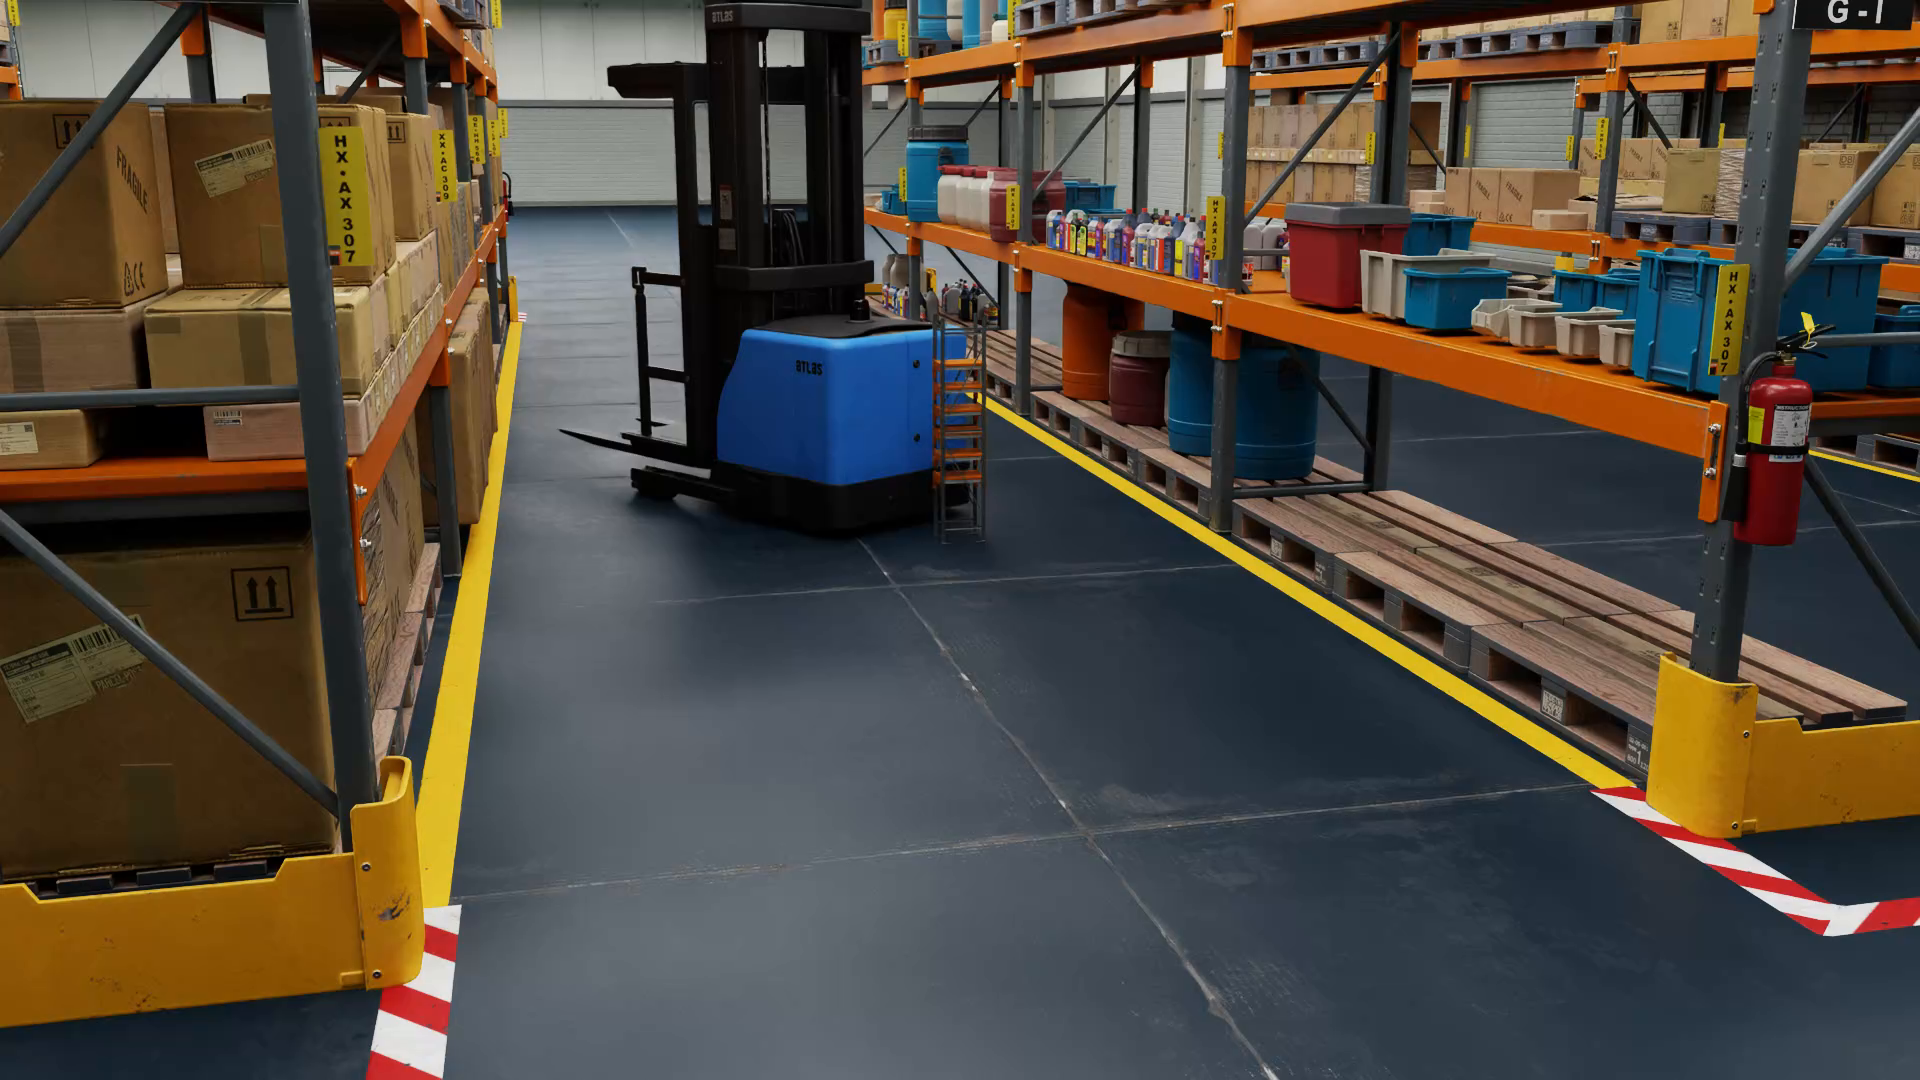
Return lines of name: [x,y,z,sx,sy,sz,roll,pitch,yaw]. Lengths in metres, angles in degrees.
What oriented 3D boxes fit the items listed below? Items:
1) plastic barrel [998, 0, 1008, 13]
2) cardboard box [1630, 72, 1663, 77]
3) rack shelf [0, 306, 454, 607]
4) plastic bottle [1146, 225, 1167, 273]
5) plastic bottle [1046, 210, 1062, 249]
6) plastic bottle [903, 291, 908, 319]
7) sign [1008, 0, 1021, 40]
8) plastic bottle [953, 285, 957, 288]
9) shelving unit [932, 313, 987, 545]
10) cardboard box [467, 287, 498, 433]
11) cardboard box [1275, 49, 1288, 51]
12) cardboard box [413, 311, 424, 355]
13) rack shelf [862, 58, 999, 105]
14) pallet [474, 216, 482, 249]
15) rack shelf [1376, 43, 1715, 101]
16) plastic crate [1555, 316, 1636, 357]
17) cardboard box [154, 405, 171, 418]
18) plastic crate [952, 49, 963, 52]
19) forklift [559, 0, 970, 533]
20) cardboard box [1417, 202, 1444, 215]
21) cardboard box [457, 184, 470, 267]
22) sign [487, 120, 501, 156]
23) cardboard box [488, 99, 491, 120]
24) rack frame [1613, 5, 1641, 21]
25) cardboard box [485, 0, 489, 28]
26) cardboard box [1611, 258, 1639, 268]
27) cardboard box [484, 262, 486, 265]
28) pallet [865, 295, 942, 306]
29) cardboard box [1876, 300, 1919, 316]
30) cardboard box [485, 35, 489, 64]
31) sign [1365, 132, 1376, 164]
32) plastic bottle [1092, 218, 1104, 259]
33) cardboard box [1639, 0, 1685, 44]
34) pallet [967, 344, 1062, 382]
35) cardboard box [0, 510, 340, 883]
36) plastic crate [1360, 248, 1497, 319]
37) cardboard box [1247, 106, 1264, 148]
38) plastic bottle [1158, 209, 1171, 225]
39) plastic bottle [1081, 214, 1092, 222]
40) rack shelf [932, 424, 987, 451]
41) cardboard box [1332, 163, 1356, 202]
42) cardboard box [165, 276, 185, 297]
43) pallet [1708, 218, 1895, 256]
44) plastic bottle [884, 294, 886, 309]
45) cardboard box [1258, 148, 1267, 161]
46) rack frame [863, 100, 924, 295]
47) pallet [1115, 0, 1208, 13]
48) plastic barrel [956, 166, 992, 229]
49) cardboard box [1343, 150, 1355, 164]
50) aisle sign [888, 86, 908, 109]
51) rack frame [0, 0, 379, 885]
plastic barrel: [0.629,-4.668,14.337,0.600,0.901,0.708,-3,14,-13]
cardboard box: [8.735,-6.028,20.708,0.500,0.500,0.500,-3,14,-11]
rack shelf: [-2.474,-0.442,5.932,1.077,0.370,4.000,-3,14,-13]
plastic bottle: [1.228,-1.773,10.126,0.152,0.276,0.135,-3,14,-13]
plastic bottle: [0.718,-2.274,12.174,0.152,0.276,0.135,-3,14,-13]
plastic bottle: [-0.564,-2.481,17.557,0.061,0.283,0.133,-2,14,-9]
sign: [0.398,-3.826,12.166,0.100,0.325,0.005,-3,14,-13]
plastic bottle: [-0.025,-2.697,18.457,0.152,0.276,0.135,-4,14,-15]
shelving unit: [-0.003,-0.586,8.798,0.258,1.200,0.189,-3,14,-13]
cardboard box: [-3.742,-1.187,11.058,1.225,0.875,0.875,-4,14,-16]
cardboard box: [3.973,-5.898,19.779,0.380,0.149,0.250,-3,14,-13]
cardboard box: [-2.252,-0.782,6.338,0.380,0.149,0.250,-4,14,-14]
rack shelf: [-0.478,-4.943,18.037,1.077,0.370,4.000,-3,14,-13]
pallet: [-4.154,-2.241,12.183,1.213,0.211,1.003,-3,14,-13]
rack shelf: [5.277,-4.296,15.386,1.077,0.370,4.000,-3,14,-13]
plastic crate: [2.388,-0.753,6.118,0.396,0.136,0.243,-3,14,-13]
cardboard box: [-2.587,-0.448,4.968,0.380,0.149,0.250,-3,14,-12]
plastic crate: [-0.114,-5.108,17.640,0.336,0.188,0.450,-3,14,-13]
forklift: [-1.345,-1.741,9.879,3.031,2.935,1.130,13,19,43]
cardboard box: [4.817,-3.312,16.692,0.380,0.149,0.250,-3,14,-13]
cardboard box: [-3.415,-2.009,10.618,0.500,0.500,0.500,-3,14,-14]
sign: [-4.284,-3.693,15.281,0.100,0.325,0.005,-3,14,-13]
cardboard box: [-4.800,-4.010,16.078,0.500,0.500,0.500,-3,14,-13]
rack frame: [5.747,-5.641,13.056,1.000,3.000,0.127,-3,14,-13]
cardboard box: [-5.152,-5.571,17.197,0.500,0.500,0.500,-3,14,-13]
cardboard box: [8.757,-3.592,22.049,0.500,0.311,0.500,-5,15,-20]
cardboard box: [-5.632,-2.866,18.719,0.500,0.500,0.500,-1,14,-3]
pallet: [-0.699,-2.740,19.697,1.003,0.211,1.213,-3,14,-13]
cardboard box: [6.575,-1.524,11.603,0.500,0.250,0.500,-3,14,-13]
cardboard box: [-4.915,-4.838,16.404,0.500,0.250,0.500,-4,14,-15]
sign: [4.268,-4.077,17.305,0.100,0.325,0.005,-3,14,-13]
plastic bottle: [0.936,-2.030,11.186,0.097,0.271,0.097,0,14,0]
cardboard box: [5.882,-4.134,12.996,0.910,0.500,0.500,-3,14,-13]
pallet: [0.504,-1.559,14.863,1.003,0.211,1.213,-3,14,-13]
cardboard box: [-2.233,0.355,4.746,0.875,0.875,0.875,-3,14,-13]
plastic crate: [2.050,-1.138,7.388,0.437,0.282,0.530,-3,14,-13]
cardboard box: [3.978,-5.131,20.663,0.700,0.500,0.500,-3,14,-13]
plastic bottle: [1.495,-2.272,12.153,0.061,0.283,0.133,-3,14,-13]
plastic bottle: [0.887,-2.140,11.636,0.097,0.271,0.097,0,14,0]
rack shelf: [-0.003,-0.543,8.809,0.258,0.103,0.180,-3,14,-13]
cardboard box: [4.567,-3.922,18.448,0.700,0.500,0.500,-3,14,-14]
cardboard box: [-2.495,-0.616,4.816,0.500,0.250,0.500,-4,14,-14]
pallet: [6.208,-2.185,11.956,1.003,0.211,1.213,-3,14,-13]
plastic bottle: [-0.801,-2.692,18.595,0.097,0.201,0.097,0,14,0]
cardboard box: [3.873,-4.715,20.329,0.380,0.149,0.250,-3,14,-13]
rack frame: [-0.948,-4.297,20.196,1.000,3.000,0.127,-3,14,-13]
pallet: [1.591,-3.070,9.249,1.213,0.211,1.003,-3,14,-13]
plastic barrel: [0.175,-3.038,14.756,0.433,0.535,0.433,0,14,0]
cardboard box: [4.415,-4.182,18.145,0.380,0.149,0.250,-4,14,-15]
aisle sign: [-0.676,-5.593,20.023,0.394,0.787,0.004,-3,14,-13]
rack frame: [-2.005,-0.330,3.958,1.000,3.000,0.127,-3,14,-13]
